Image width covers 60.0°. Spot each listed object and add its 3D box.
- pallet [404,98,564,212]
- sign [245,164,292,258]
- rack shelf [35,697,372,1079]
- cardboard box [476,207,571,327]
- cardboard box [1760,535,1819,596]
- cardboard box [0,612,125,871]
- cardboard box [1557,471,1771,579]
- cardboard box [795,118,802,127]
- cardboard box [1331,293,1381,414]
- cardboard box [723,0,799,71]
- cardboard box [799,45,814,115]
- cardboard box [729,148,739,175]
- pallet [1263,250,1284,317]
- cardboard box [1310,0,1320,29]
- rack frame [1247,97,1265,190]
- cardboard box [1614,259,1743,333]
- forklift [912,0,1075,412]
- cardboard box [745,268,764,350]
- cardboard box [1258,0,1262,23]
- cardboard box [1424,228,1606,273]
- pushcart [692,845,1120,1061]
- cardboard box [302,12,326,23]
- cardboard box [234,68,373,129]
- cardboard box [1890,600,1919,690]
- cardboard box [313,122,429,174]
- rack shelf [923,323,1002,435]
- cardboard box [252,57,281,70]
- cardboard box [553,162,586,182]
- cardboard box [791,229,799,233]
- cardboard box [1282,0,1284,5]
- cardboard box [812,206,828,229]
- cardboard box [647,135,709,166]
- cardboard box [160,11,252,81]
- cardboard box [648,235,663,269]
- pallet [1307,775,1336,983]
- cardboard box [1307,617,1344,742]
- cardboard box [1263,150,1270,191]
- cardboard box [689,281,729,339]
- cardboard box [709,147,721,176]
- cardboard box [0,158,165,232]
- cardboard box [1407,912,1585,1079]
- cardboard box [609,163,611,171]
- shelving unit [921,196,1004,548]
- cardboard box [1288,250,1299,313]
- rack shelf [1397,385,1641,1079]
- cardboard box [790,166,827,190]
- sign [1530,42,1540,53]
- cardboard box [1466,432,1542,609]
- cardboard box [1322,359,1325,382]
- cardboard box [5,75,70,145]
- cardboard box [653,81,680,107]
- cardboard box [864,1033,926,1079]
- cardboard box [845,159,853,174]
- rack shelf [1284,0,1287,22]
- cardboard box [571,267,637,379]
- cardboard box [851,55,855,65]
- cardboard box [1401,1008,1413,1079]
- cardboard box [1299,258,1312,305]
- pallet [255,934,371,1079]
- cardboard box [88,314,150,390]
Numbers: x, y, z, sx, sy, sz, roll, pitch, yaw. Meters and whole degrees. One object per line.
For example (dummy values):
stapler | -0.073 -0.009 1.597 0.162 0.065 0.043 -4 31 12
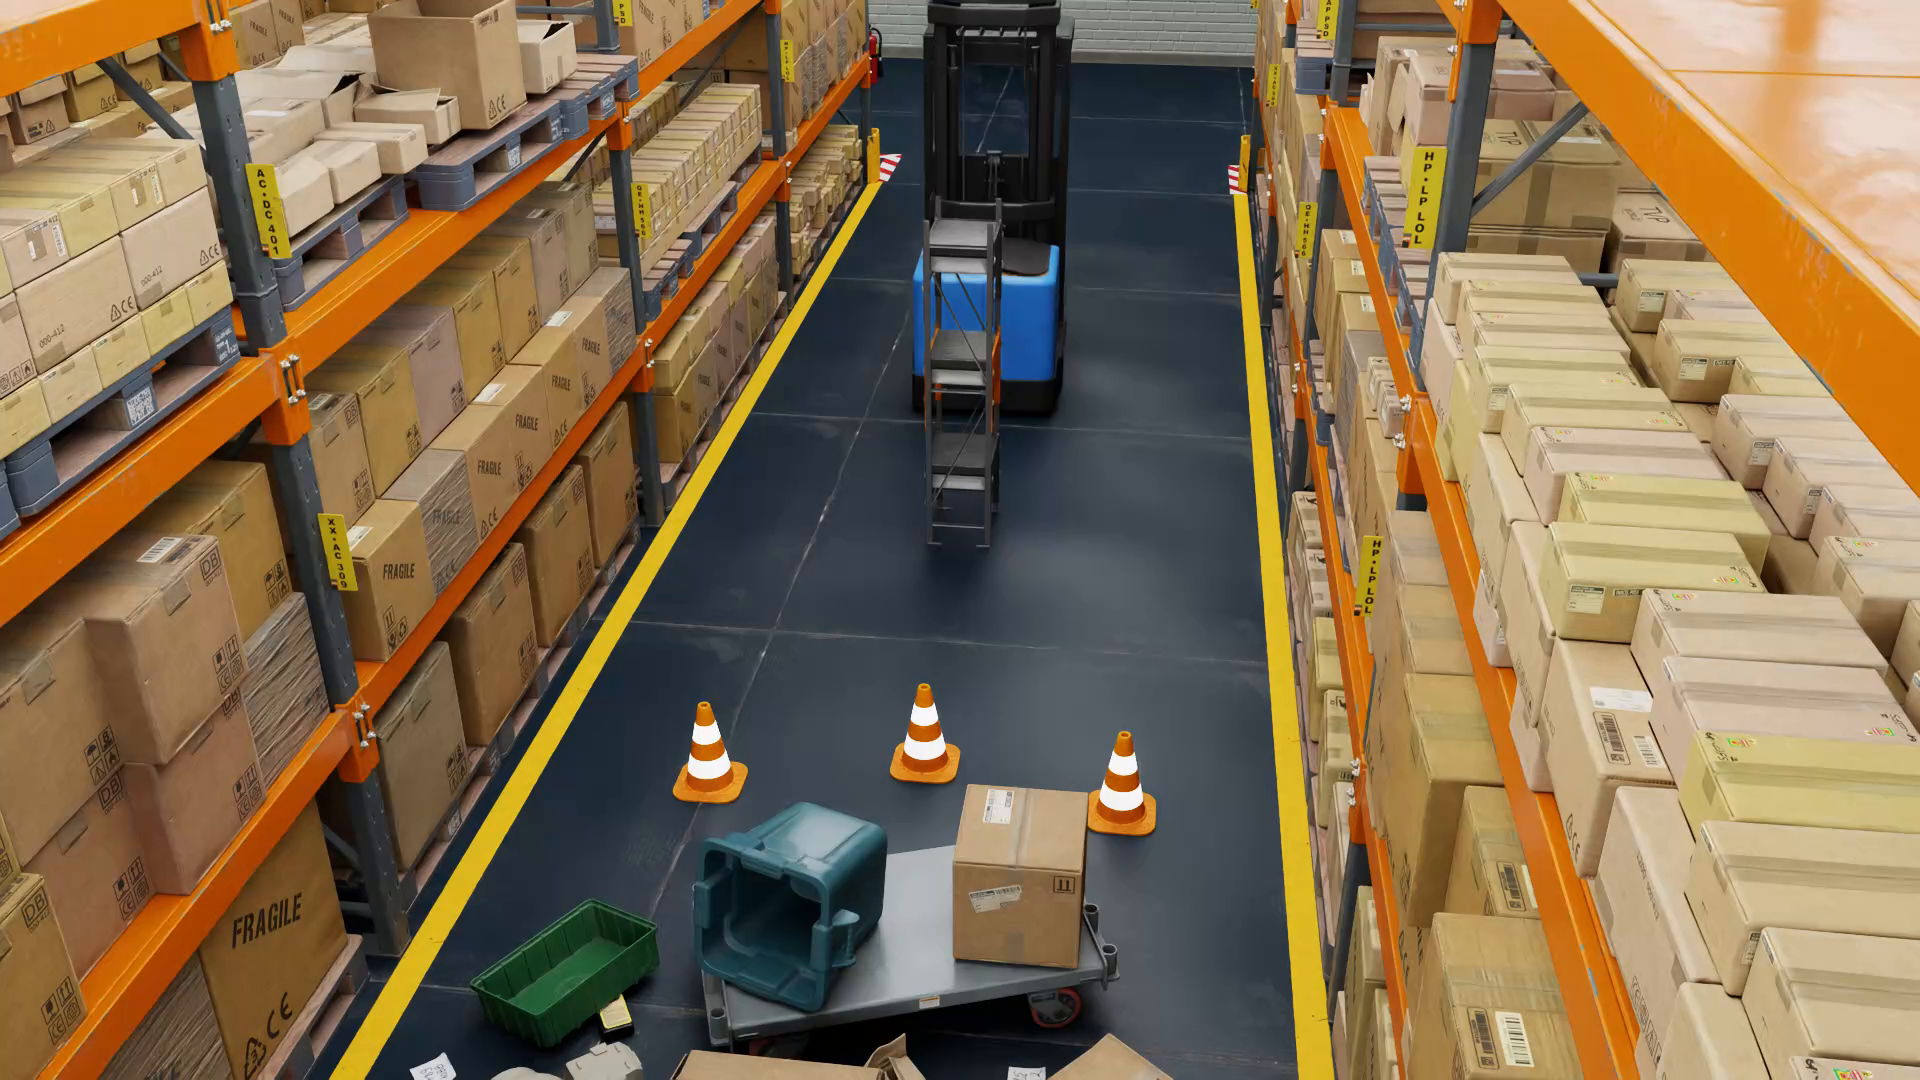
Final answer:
pallet | -2.576 -1.855 7.859 1.003 0.211 1.213 5 29 9
sign | -2.355 -1.119 5.665 0.100 0.325 0.005 3 28 6
rack shelf | -3.151 1.691 4.999 1.077 0.370 4.000 3 28 6
cardboard box | -2.541 -1.485 8.977 0.700 0.500 0.500 3 28 5
cardboard box | 2.047 0.228 3.638 0.500 0.250 0.500 4 29 7
cardboard box | -3.140 0.575 5.016 0.875 0.550 0.550 3 28 6
cardboard box | 1.548 -0.022 3.682 0.380 0.149 0.250 4 29 7
cardboard box | -1.589 -3.719 14.547 0.380 0.149 0.250 2 28 4
cardboard box | 2.109 -0.875 8.143 0.500 0.500 0.500 4 29 7
cardboard box | -1.629 -4.146 13.603 0.500 0.500 0.500 4 29 7
cardboard box | -1.561 -3.960 14.311 0.500 0.500 0.500 3 28 6
cardboard box | -1.873 -2.851 12.494 0.380 0.149 0.250 2 28 4
pallet | 3.170 -2.219 14.438 1.003 0.211 1.213 3 28 6
cardboard box | 2.442 -3.237 9.676 0.700 0.500 0.500 2 28 4
rack frame | 3.490 -4.976 16.615 1.000 3.000 0.127 3 28 6
cardboard box | 2.197 -0.726 4.989 0.380 0.149 0.250 4 29 7
forklift | 0.295 -2.896 12.826 1.130 2.935 3.031 2 28 4
cardboard box | -1.830 -1.813 12.937 0.500 0.500 0.500 3 28 5
cardboard box | 3.148 -5.251 15.966 0.500 0.500 0.500 3 28 5
cardboard box | 1.947 -1.050 5.881 0.500 0.250 0.500 3 28 5
pushcart | -0.250 1.718 6.955 1.648 0.377 0.936 -6 29 -11
cardboard box | -6.730 -5.161 16.804 0.500 0.250 0.500 3 28 6
cardboard box | -2.909 -1.915 7.318 0.500 0.311 0.500 2 28 4
cardboard box | 2.035 0.251 3.175 0.380 0.149 0.250 4 29 8
cardboard box | -2.476 -1.651 6.998 0.380 0.149 0.250 3 28 6
rack shelf | 0.020 -0.990 10.195 0.431 0.518 0.480 3 28 6
cardboard box | -6.452 -4.174 14.971 0.500 0.250 0.500 3 28 6
cardboard box | -2.717 -2.411 11.050 0.380 0.149 0.250 4 29 8
cardboard box | -1.622 -2.670 14.585 0.380 0.149 0.250 4 29 7
cardboard box | 2.941 -4.624 14.119 0.380 0.149 0.250 3 28 5
cardboard box | -1.444 -3.029 15.564 0.380 0.149 0.250 3 28 5
cardboard box | -1.973 -2.729 11.639 0.380 0.149 0.250 3 28 5
cardboard box | -6.523 -4.275 14.368 0.500 0.500 0.500 3 28 6
cardboard box | -2.128 -1.850 10.635 0.380 0.149 0.250 5 29 9
pallet | 2.113 1.534 7.472 1.003 0.211 1.213 3 28 6
cardboard box | 2.249 0.732 8.349 0.950 0.372 0.625 4 29 8
cardboard box | 3.508 -3.716 16.536 0.875 0.438 0.875 2 28 4
cardboard box | -1.956 -1.646 11.837 0.500 0.250 0.500 4 29 7
cardboard box | -1.936 -2.719 11.934 0.380 0.149 0.250 3 29 6
cardboard box | -2.666 -1.048 5.037 0.380 0.149 0.250 3 28 6
cardboard box | 1.405 1.203 3.672 0.700 0.500 0.500 3 28 6
cardboard box | -2.620 -2.643 11.794 0.380 0.149 0.250 3 28 5
shelving unit | 0.020 -1.002 10.189 0.431 2.100 0.503 3 28 6
cardboard box | 2.361 -1.639 10.579 0.500 0.250 0.500 4 29 7
rack shelf | 1.774 0.610 3.842 1.077 0.370 4.000 3 28 6
cardboard box | -1.461 -3.409 15.643 0.380 0.149 0.250 3 29 6
sign | 3.048 -2.726 8.731 0.100 0.325 0.005 3 28 6
cardboard box | 1.565 -0.043 4.141 0.500 0.250 0.500 4 29 7
cardboard box | 2.138 -0.885 8.844 0.380 0.149 0.250 2 28 3
cardboard box | -7.062 -3.238 12.226 0.797 0.503 0.637 4 29 8
cardboard box | -2.430 -3.511 13.091 0.380 0.149 0.250 5 29 9
cardboard box | -0.211 2.135 6.299 0.258 0.266 0.396 -17 33 -29
cardboard box | -1.279 -3.767 16.621 0.380 0.149 0.250 2 28 4
rack shelf | 3.244 -5.038 14.327 1.077 0.370 4.000 3 28 6
cardboard box | -2.204 -1.267 9.625 0.500 0.500 0.500 3 28 6
cardboard box | -1.263 -4.821 16.592 0.380 0.149 0.250 3 28 6
cardboard box | 1.496 1.515 4.833 0.380 0.149 0.250 3 29 6
cardboard box | 2.316 -1.607 9.993 0.500 0.250 0.500 3 28 6
pallet | -3.077 2.014 6.582 1.003 0.211 1.213 3 28 6
cardboard box | -2.694 -0.576 5.002 0.380 0.149 0.250 4 29 7
